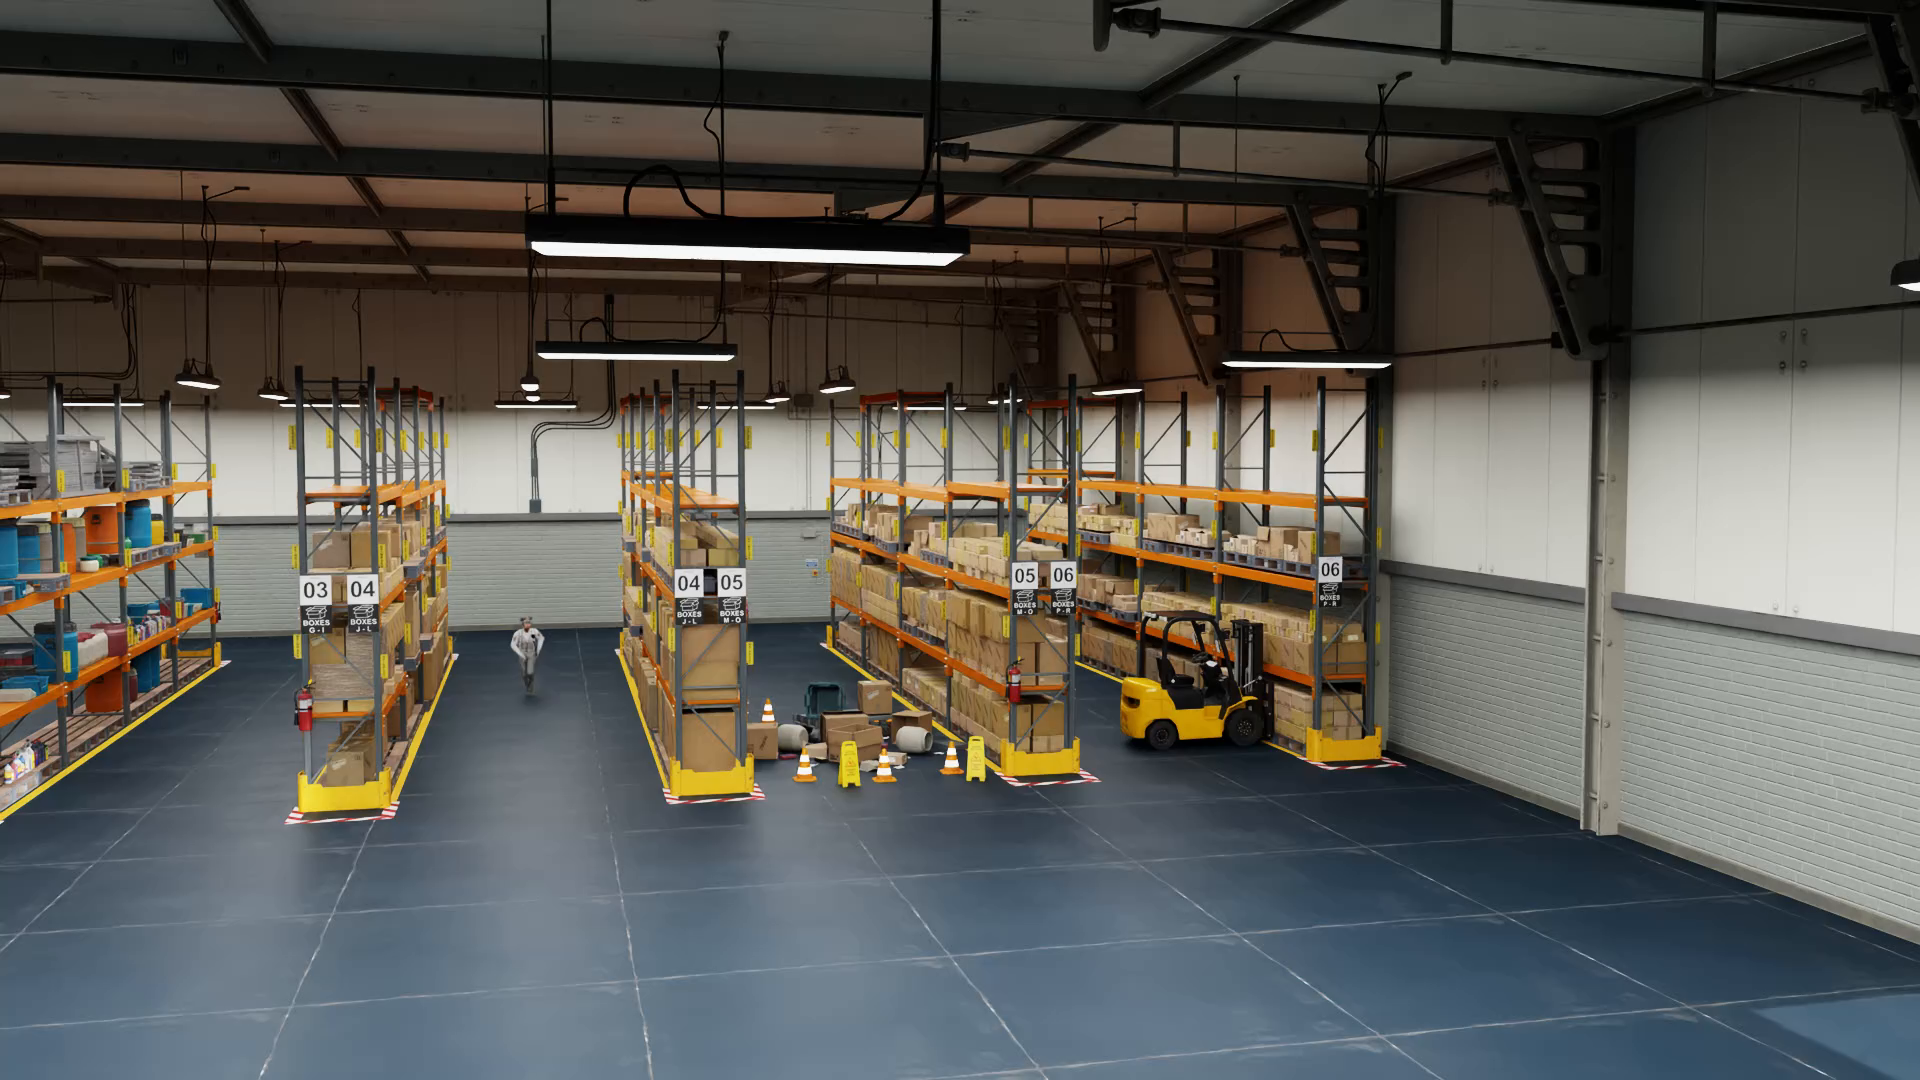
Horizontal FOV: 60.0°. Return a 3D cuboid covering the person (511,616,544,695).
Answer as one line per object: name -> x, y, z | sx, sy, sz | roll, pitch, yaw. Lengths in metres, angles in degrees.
person -> -8.456, 2.264, 32.517 | 0.573, 1.605, 0.703 | 0, 3, -3

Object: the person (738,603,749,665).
person -> -5.020, 1.925, 37.083 | 0.641, 1.740, 0.619 | -1, 4, -14
